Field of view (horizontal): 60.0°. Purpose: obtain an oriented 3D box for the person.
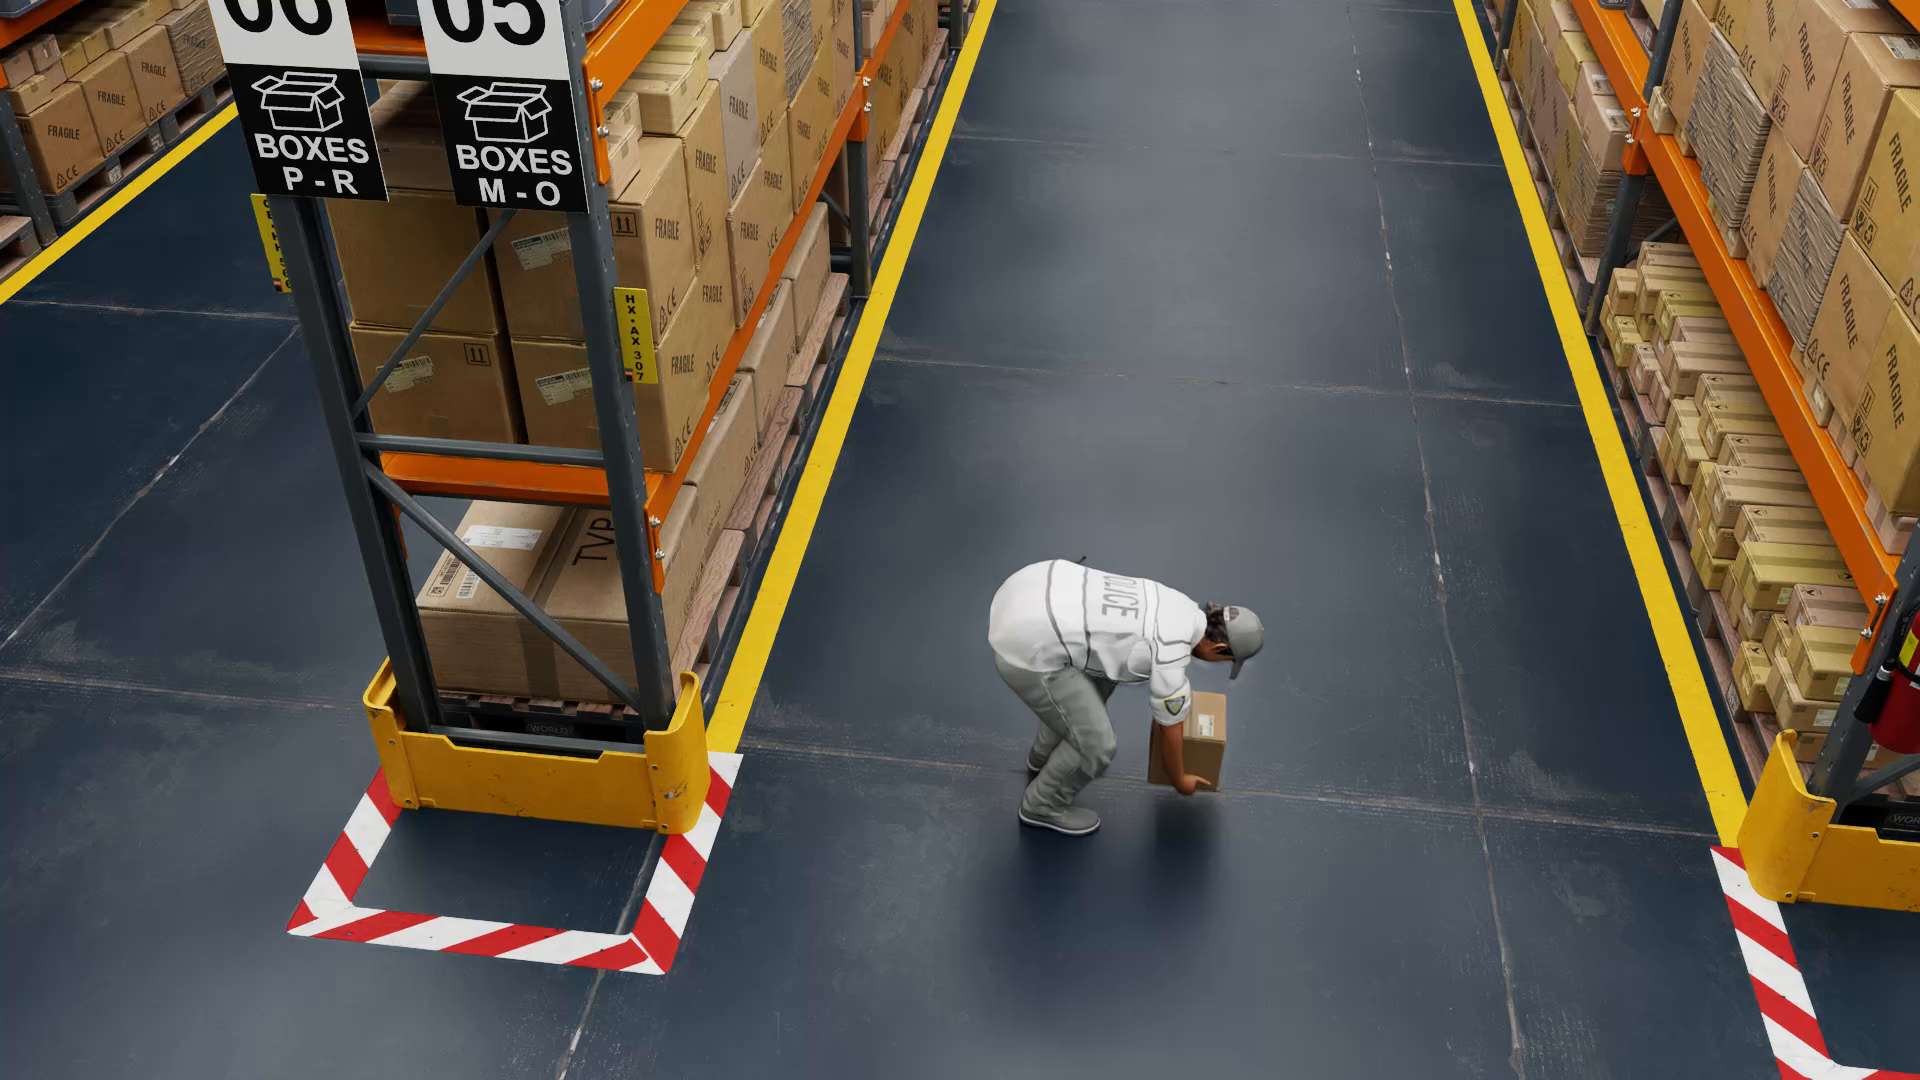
[{"bbox_3d":[0.574,0.558,5.931,0.951,1.025,0.494,3,36,4],"label":"person"}]
